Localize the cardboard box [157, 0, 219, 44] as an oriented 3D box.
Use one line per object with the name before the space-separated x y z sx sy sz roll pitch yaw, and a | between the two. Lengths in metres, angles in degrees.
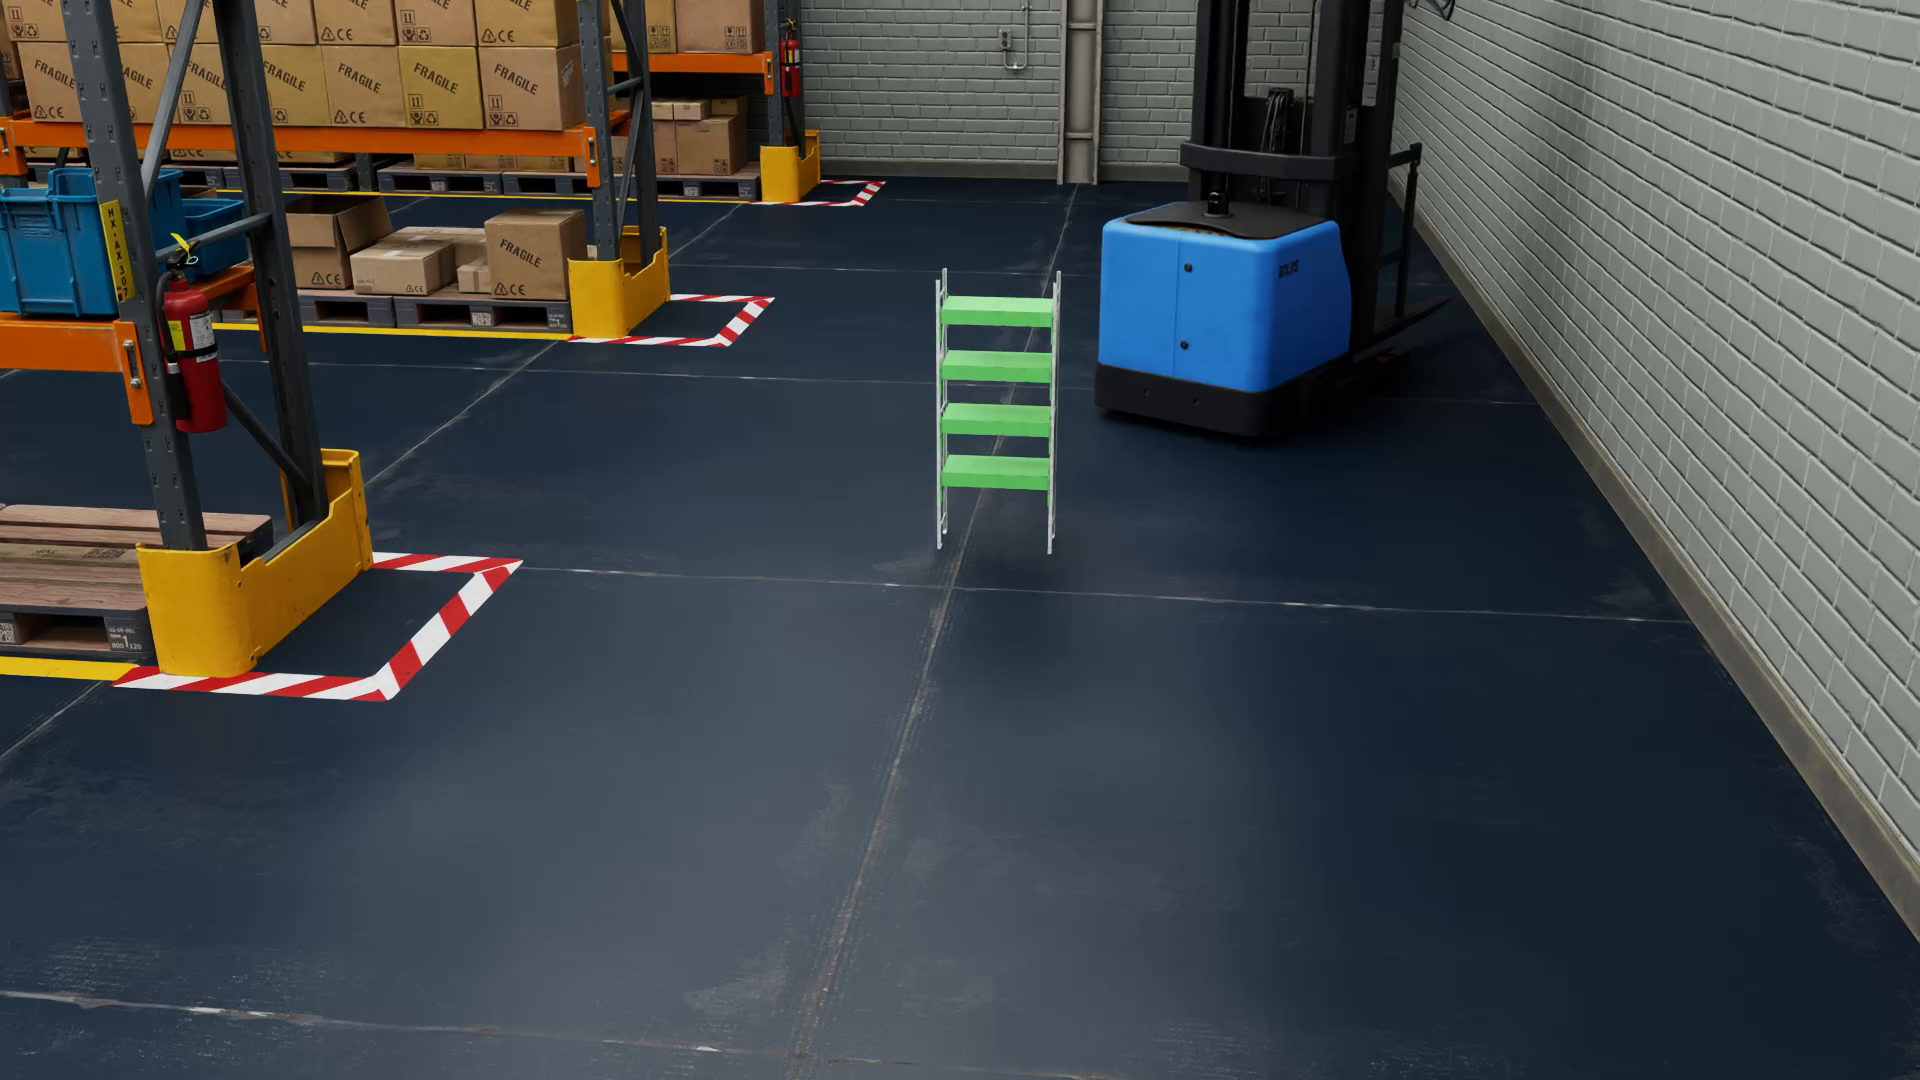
cardboard box | -4.715 -3.424 10.524 0.500 0.500 0.500 2 22 5

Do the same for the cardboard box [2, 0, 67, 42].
cardboard box | -5.737 -3.468 10.637 0.500 0.500 0.500 3 22 8

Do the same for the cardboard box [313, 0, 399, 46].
cardboard box | -3.692 -3.379 10.412 0.500 0.500 0.500 3 22 8

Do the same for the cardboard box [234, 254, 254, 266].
cardboard box | -4.921 -1.836 11.259 0.250 0.166 0.380 2 22 6

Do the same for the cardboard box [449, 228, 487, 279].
cardboard box | -3.203 -1.981 11.513 0.500 0.250 0.500 2 22 6

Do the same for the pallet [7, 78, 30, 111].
pallet | -6.953 -3.065 11.374 1.213 0.211 1.003 2 22 6

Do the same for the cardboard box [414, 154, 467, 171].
cardboard box | -4.862 -3.852 15.931 0.500 0.500 0.700 3 22 7

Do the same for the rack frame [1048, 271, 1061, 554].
rack frame | 0.407 -0.540 7.174 0.015 1.200 0.240 2 22 6

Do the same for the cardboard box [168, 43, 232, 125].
cardboard box | -4.693 -2.961 10.715 0.500 0.500 0.500 2 22 6

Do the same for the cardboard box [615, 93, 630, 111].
cardboard box | -3.184 -4.155 15.816 0.250 0.149 0.380 3 22 7

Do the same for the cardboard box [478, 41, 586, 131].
cardboard box | -2.677 -2.873 10.492 0.500 0.500 0.500 3 22 8

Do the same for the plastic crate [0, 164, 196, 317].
plastic crate | -3.141 -1.089 5.985 0.499 0.435 0.616 2 22 6

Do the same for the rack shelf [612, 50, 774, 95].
rack shelf | -3.607 -4.468 15.639 4.000 0.370 1.077 2 22 6

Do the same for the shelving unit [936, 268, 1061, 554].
shelving unit | 0.164 -0.551 7.201 0.503 1.200 0.258 2 22 6

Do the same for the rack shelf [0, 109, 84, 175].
rack shelf | -8.158 -2.832 11.501 4.000 0.370 1.077 2 22 6

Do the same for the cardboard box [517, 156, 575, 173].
cardboard box | -3.854 -3.806 15.815 0.500 0.500 0.700 3 22 8

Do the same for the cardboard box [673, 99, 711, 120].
cardboard box | -2.477 -3.983 15.381 0.250 0.149 0.380 2 22 6

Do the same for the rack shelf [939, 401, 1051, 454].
rack shelf | 0.164 -0.491 7.225 0.480 0.148 0.258 2 22 6

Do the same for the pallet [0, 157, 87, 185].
pallet | -8.791 -3.703 16.520 1.213 0.211 1.003 2 22 6

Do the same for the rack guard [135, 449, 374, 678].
rack guard | -2.761 0.060 6.607 0.348 0.500 1.175 2 22 6

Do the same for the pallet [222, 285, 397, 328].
pallet | -4.275 -1.701 11.456 1.213 0.211 1.003 2 22 6

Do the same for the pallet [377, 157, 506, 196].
pallet | -4.847 -3.530 16.083 1.213 0.211 1.003 2 22 6

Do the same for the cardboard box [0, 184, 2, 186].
cardboard box | -7.155 -2.251 11.855 0.500 0.500 0.500 3 22 7

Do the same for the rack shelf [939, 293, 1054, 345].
rack shelf | 0.164 -0.938 7.048 0.480 0.148 0.258 2 22 6

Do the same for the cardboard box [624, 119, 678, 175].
cardboard box | -2.825 -3.764 15.709 0.500 0.500 0.700 2 22 6

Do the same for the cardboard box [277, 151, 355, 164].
cardboard box | -6.254 -4.065 15.995 0.750 0.750 0.750 3 22 7

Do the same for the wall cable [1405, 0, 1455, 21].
wall cable | 3.954 -5.686 13.807 0.112 2.526 3.097 2 22 6

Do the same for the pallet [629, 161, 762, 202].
pallet | -2.424 -3.425 15.816 1.213 0.211 1.003 2 22 6

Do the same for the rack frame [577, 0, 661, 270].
rack frame | -2.200 -2.907 10.713 0.127 3.000 1.000 2 22 6

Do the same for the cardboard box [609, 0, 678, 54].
cardboard box | -2.852 -4.901 15.348 0.700 0.700 0.980 2 22 6

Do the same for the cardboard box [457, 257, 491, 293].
cardboard box | -3.161 -1.778 11.112 0.250 0.166 0.380 2 22 6

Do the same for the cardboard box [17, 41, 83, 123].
cardboard box | -5.698 -3.005 10.825 0.500 0.500 0.500 3 22 8

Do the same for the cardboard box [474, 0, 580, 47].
cardboard box | -2.674 -3.337 10.305 0.500 0.500 0.500 2 22 6

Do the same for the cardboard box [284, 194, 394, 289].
cardboard box | -4.306 -2.044 11.328 0.637 0.503 0.797 2 22 6

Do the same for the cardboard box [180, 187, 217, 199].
cardboard box | -5.573 -2.201 11.729 0.500 0.500 0.500 2 22 6

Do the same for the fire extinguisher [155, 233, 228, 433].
fire extinguisher | -2.690 -0.717 5.785 0.183 0.674 0.296 2 22 6

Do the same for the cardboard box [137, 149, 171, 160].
cardboard box | -7.981 -4.137 16.178 0.750 0.750 0.750 2 22 6

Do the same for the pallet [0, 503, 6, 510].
pallet | -4.809 0.095 6.913 1.213 0.211 1.003 2 22 6

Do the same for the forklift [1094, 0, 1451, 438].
forklift | 2.026 -2.369 9.447 1.130 2.935 3.031 15 26 34

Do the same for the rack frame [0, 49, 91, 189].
rack frame | -6.172 -3.080 11.150 0.127 3.000 1.000 2 22 6

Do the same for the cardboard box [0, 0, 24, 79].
cardboard box | -6.616 -3.424 11.313 0.500 0.500 0.700 -5 22 -12

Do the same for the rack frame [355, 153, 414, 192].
rack frame | -5.593 -4.889 15.725 0.127 3.000 1.000 2 22 6

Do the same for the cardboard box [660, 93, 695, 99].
cardboard box | -2.683 -4.133 15.761 0.250 0.149 0.380 3 22 6

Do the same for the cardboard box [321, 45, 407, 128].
cardboard box | -3.687 -2.918 10.605 0.500 0.500 0.500 3 22 7
